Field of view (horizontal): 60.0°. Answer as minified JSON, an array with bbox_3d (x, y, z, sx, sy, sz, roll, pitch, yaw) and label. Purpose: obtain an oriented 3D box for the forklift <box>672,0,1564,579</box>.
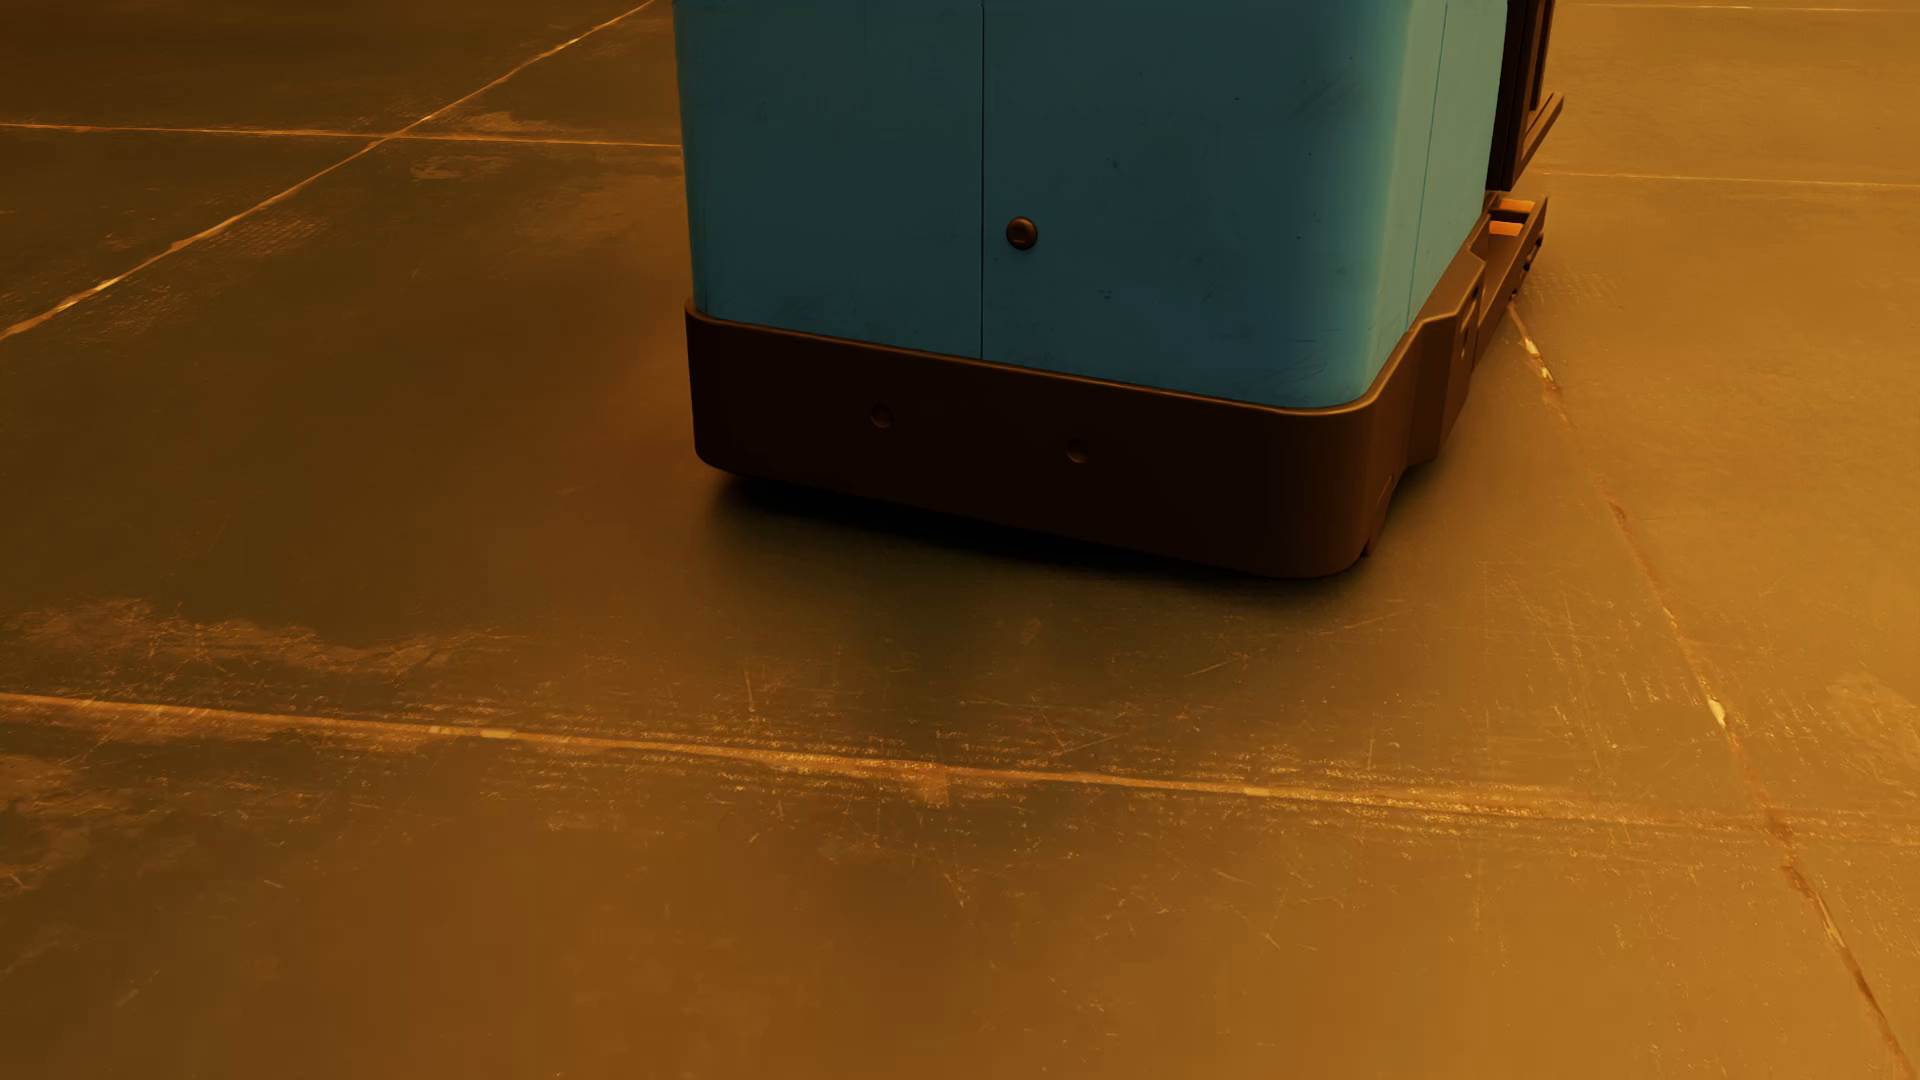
[{"bbox_3d":[0.650,-1.891,3.007,1.130,2.935,3.031,11,29,22],"label":"forklift"}]
